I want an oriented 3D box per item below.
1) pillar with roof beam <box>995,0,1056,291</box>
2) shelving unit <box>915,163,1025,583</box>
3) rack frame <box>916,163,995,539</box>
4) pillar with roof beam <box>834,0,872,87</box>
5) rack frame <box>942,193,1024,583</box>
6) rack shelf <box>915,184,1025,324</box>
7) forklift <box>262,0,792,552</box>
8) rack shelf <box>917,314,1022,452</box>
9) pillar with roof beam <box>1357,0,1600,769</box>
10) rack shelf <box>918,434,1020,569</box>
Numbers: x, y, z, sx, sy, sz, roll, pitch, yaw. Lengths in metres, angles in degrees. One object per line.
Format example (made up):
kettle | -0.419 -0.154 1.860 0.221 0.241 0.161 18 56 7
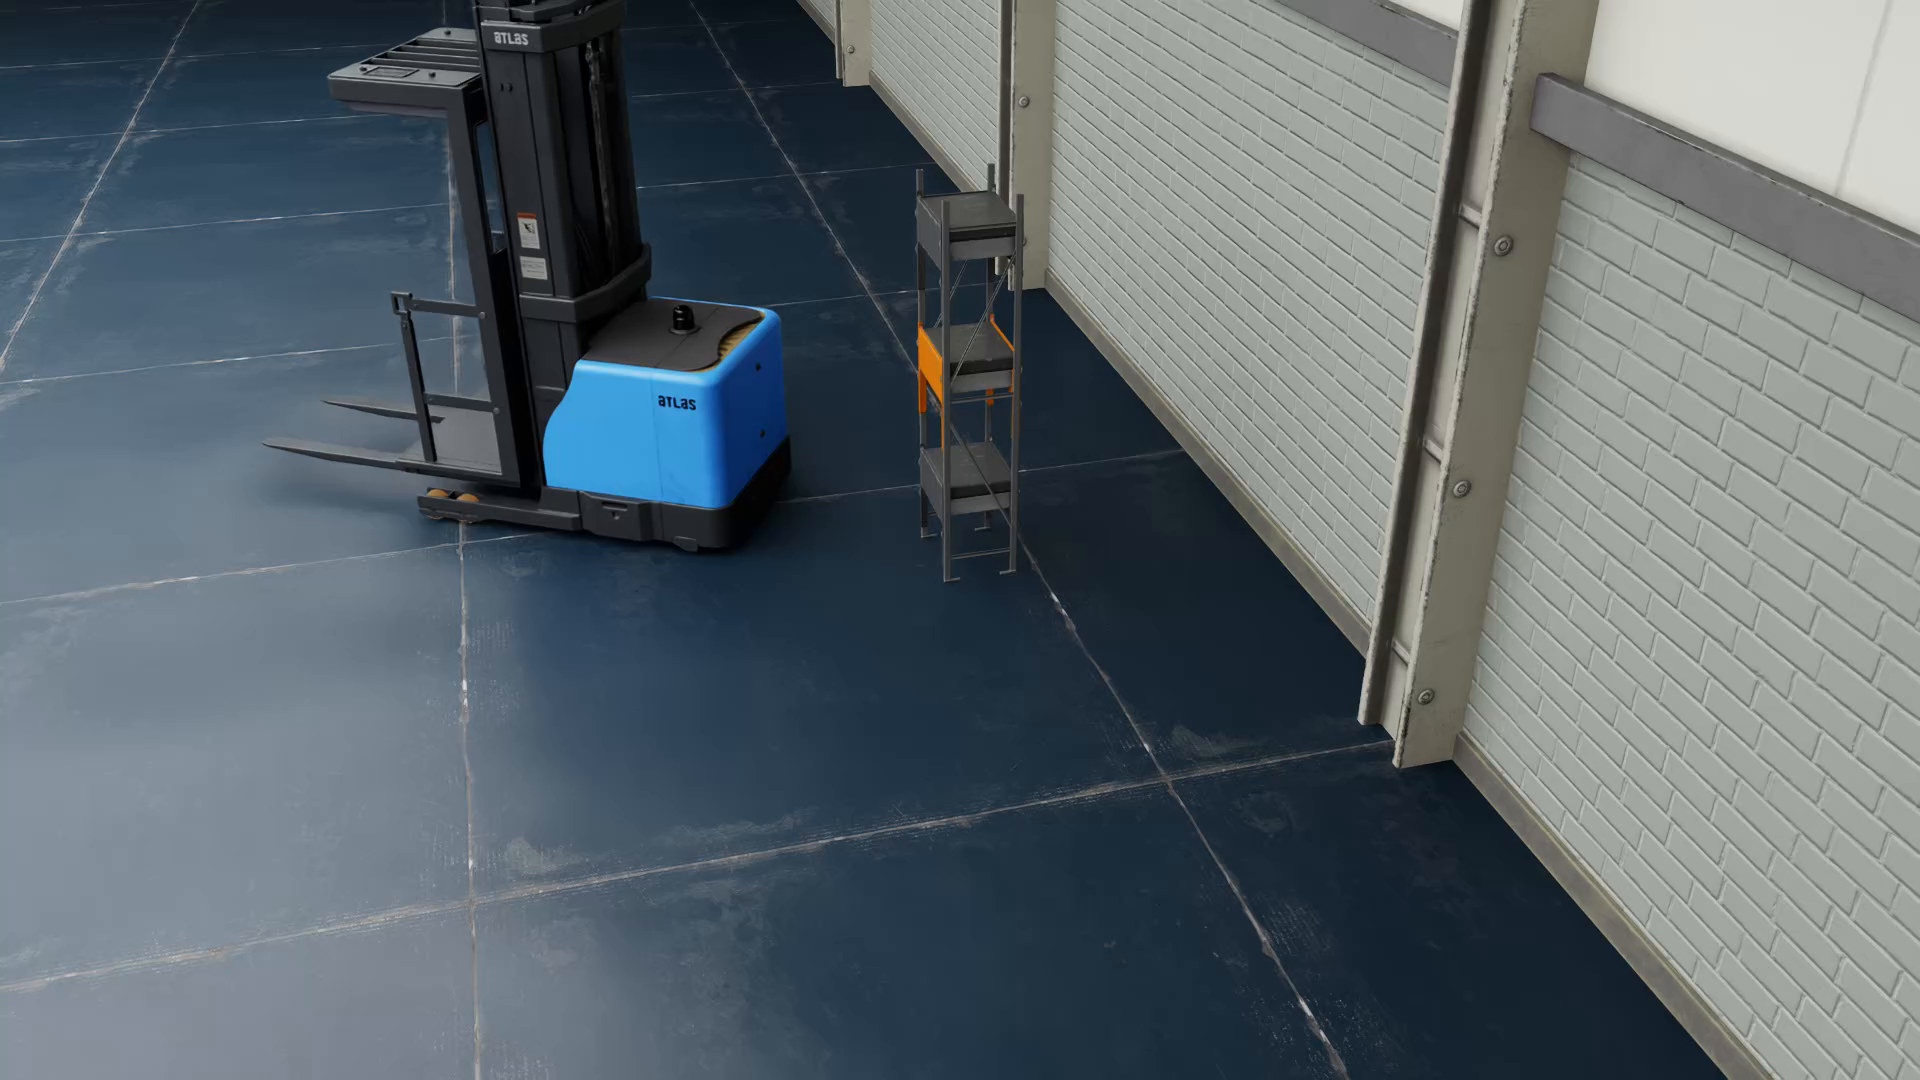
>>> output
pillar with roof beam | -3.680 -5.308 9.437 9.100 9.000 0.400 -8 31 -13
shelving unit | 0.044 -0.829 8.586 0.431 2.100 0.503 -8 31 -13
rack frame | -0.021 -0.947 8.789 0.400 2.100 0.015 -8 31 -13
pillar with roof beam | -5.272 -8.206 14.444 9.100 9.000 0.400 -8 31 -13
rack frame | 0.109 -0.711 8.382 0.400 2.100 0.015 -8 31 -13
rack shelf | 0.044 -1.423 8.242 0.431 0.518 0.480 -8 31 -13
forklift | -2.569 -1.605 9.097 3.031 2.935 1.130 8 31 13
rack shelf | 0.044 -0.817 8.593 0.431 0.518 0.480 -8 31 -13
pillar with roof beam | -2.087 -2.410 4.430 9.100 9.000 0.400 -8 31 -13
rack shelf | 0.044 -0.211 8.943 0.431 0.518 0.480 -8 31 -13
